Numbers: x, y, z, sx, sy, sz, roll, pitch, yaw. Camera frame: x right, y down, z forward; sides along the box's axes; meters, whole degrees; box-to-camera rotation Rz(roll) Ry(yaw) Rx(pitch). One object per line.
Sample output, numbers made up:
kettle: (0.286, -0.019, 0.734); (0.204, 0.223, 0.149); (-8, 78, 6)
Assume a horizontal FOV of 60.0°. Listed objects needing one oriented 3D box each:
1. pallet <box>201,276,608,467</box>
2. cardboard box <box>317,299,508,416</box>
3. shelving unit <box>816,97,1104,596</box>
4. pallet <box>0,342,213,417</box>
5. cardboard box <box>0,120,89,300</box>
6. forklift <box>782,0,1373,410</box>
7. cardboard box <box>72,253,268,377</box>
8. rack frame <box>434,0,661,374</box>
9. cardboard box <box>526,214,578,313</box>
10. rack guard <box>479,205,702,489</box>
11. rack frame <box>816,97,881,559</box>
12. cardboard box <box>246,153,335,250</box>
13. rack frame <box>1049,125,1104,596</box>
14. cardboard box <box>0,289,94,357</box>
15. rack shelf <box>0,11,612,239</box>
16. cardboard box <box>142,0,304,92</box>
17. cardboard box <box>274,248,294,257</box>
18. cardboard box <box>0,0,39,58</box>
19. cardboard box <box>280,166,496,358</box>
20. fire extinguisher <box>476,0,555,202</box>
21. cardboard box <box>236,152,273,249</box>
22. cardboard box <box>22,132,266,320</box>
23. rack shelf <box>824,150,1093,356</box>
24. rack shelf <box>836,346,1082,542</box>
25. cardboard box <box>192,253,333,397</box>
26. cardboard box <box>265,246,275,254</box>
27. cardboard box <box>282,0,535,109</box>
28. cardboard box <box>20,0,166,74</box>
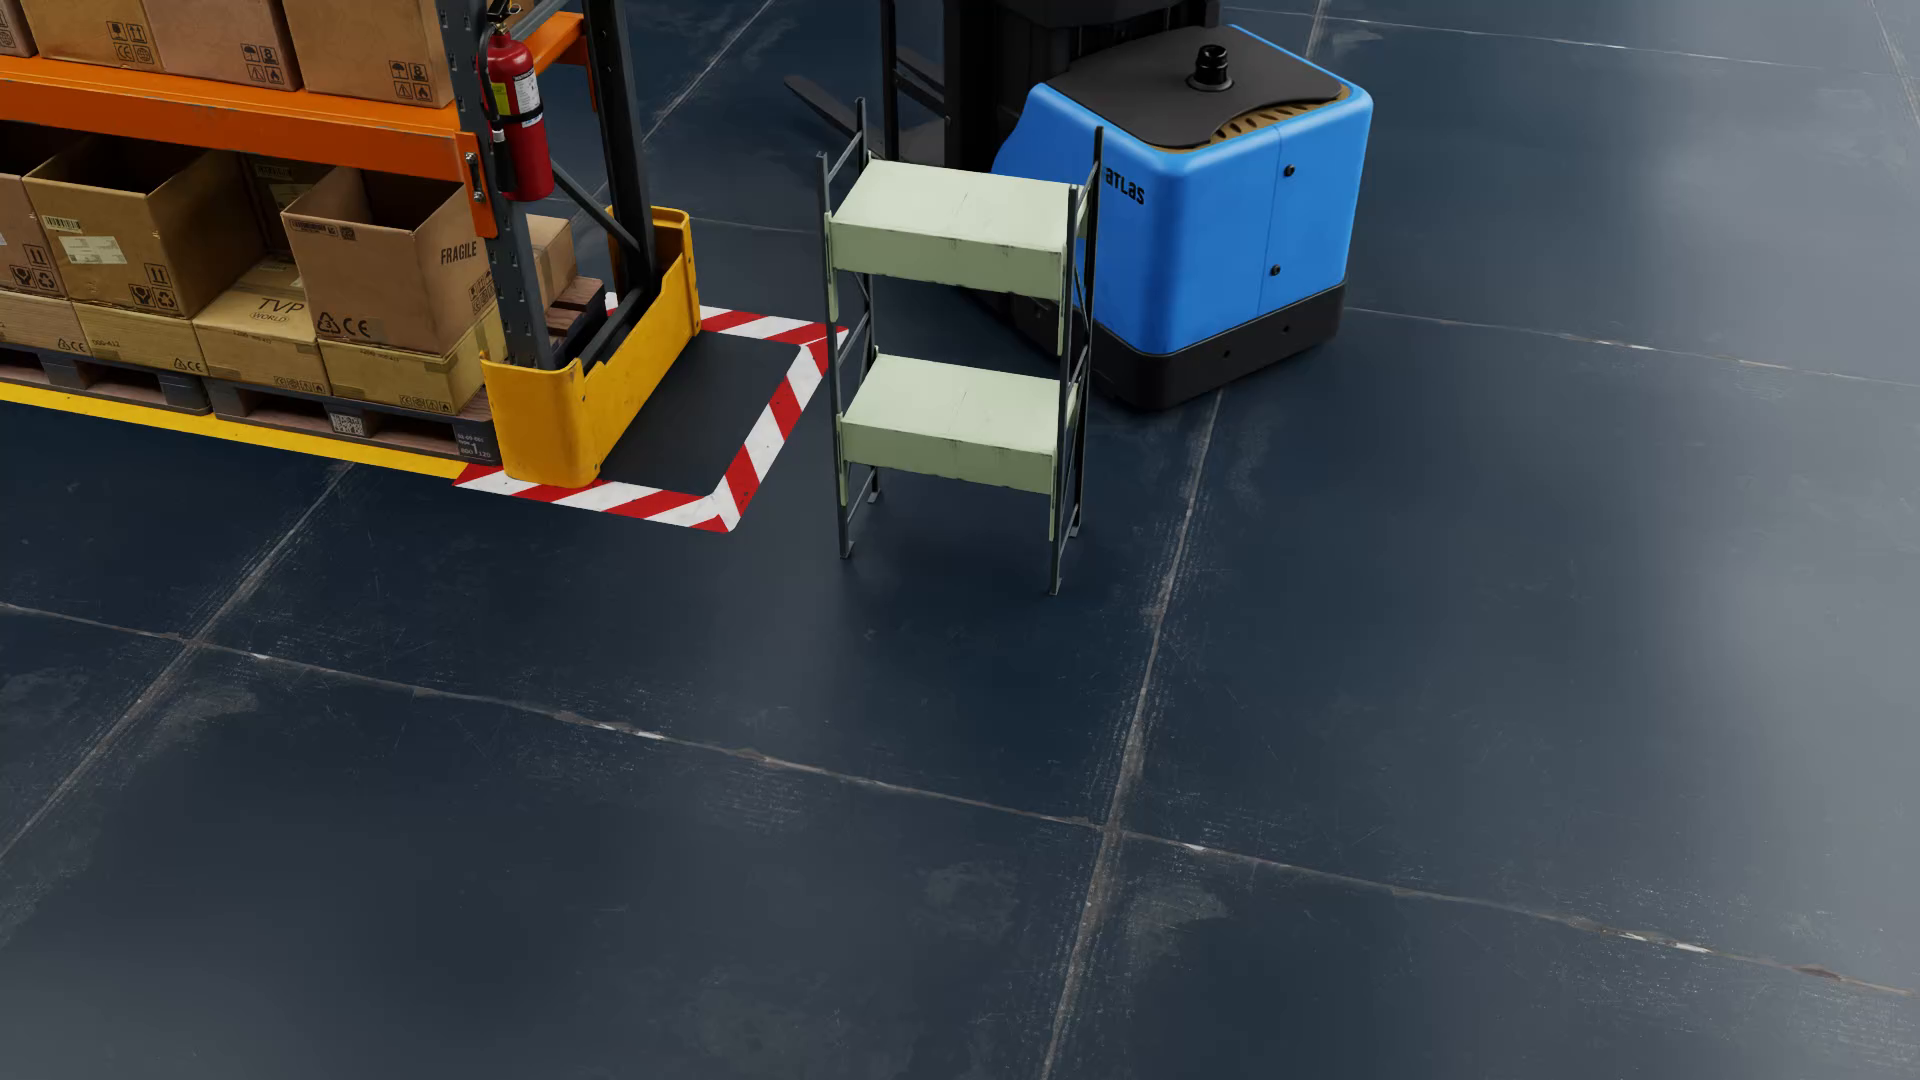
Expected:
pallet: (-2.129, -0.751, 6.480); (1.213, 0.211, 1.003); (10, 41, 11)
cardboard box: (-1.974, -0.731, 6.100); (0.500, 0.250, 0.500); (10, 41, 11)
shelving unit: (0.006, -0.573, 5.266); (0.755, 1.500, 0.431); (10, 41, 11)
pallet: (-3.304, -0.955, 6.723); (1.213, 0.211, 1.003); (10, 41, 11)
cardboard box: (-3.427, -1.258, 6.144); (0.500, 0.500, 0.500); (10, 41, 11)
forklift: (0.268, -2.517, 6.468); (1.130, 2.935, 3.031); (-24, 46, -26)
cardboard box: (-2.944, -0.889, 6.288); (0.500, 0.250, 0.500); (10, 41, 11)
rack frame: (-1.380, -1.718, 5.463); (0.127, 3.000, 1.000); (10, 41, 11)
cardboard box: (-1.840, -1.053, 6.483); (0.500, 0.250, 0.500); (10, 41, 11)
rack guard: (-1.357, -0.757, 6.262); (0.348, 0.500, 1.175); (10, 41, 11)
rack frame: (-0.347, -0.634, 5.339); (0.023, 1.500, 0.400); (10, 41, 11)
cardboard box: (-2.324, -1.422, 6.339); (0.500, 0.500, 0.500); (10, 41, 11)
rack frame: (0.360, -0.512, 5.194); (0.023, 1.500, 0.400); (10, 41, 11)
cardboard box: (-3.426, -0.973, 6.388); (0.500, 0.250, 0.500); (10, 41, 11)
rack shelf: (-3.312, -1.775, 6.090); (4.000, 0.370, 1.077); (10, 41, 11)
cardboard box: (-2.336, -1.926, 5.633); (0.500, 0.500, 0.700); (11, 41, 13)
cardboard box: (-2.324, -1.134, 6.579); (0.500, 0.250, 0.500); (10, 41, 11)
cardboard box: (-3.324, -2.097, 5.837); (0.500, 0.500, 0.700); (11, 41, 13)
cardboard box: (-1.975, -1.017, 5.857); (0.500, 0.500, 0.500); (10, 41, 11)
fire extinguisher: (-1.386, -1.380, 5.121); (0.183, 0.674, 0.296); (10, 41, 11)
cardboard box: (-2.810, -1.497, 6.429); (0.500, 0.500, 0.500); (10, 41, 11)
cardboard box: (-2.945, -1.174, 6.044); (0.500, 0.500, 0.500); (10, 41, 11)
rack shelf: (0.006, -0.872, 5.015); (0.720, 0.370, 0.431); (10, 41, 11)
rack shelf: (0.006, -0.324, 5.476); (0.720, 0.370, 0.431); (10, 41, 11)
cardboard box: (-2.460, -0.807, 6.190); (0.500, 0.250, 0.500); (10, 41, 11)
cardboard box: (-2.807, -1.217, 6.679); (0.500, 0.250, 0.500); (10, 41, 11)
cardboard box: (-1.828, -1.842, 5.533); (0.500, 0.500, 0.700); (10, 41, 11)
cardboard box: (-2.814, -2.012, 5.736); (0.500, 0.500, 0.700); (10, 41, 12)
